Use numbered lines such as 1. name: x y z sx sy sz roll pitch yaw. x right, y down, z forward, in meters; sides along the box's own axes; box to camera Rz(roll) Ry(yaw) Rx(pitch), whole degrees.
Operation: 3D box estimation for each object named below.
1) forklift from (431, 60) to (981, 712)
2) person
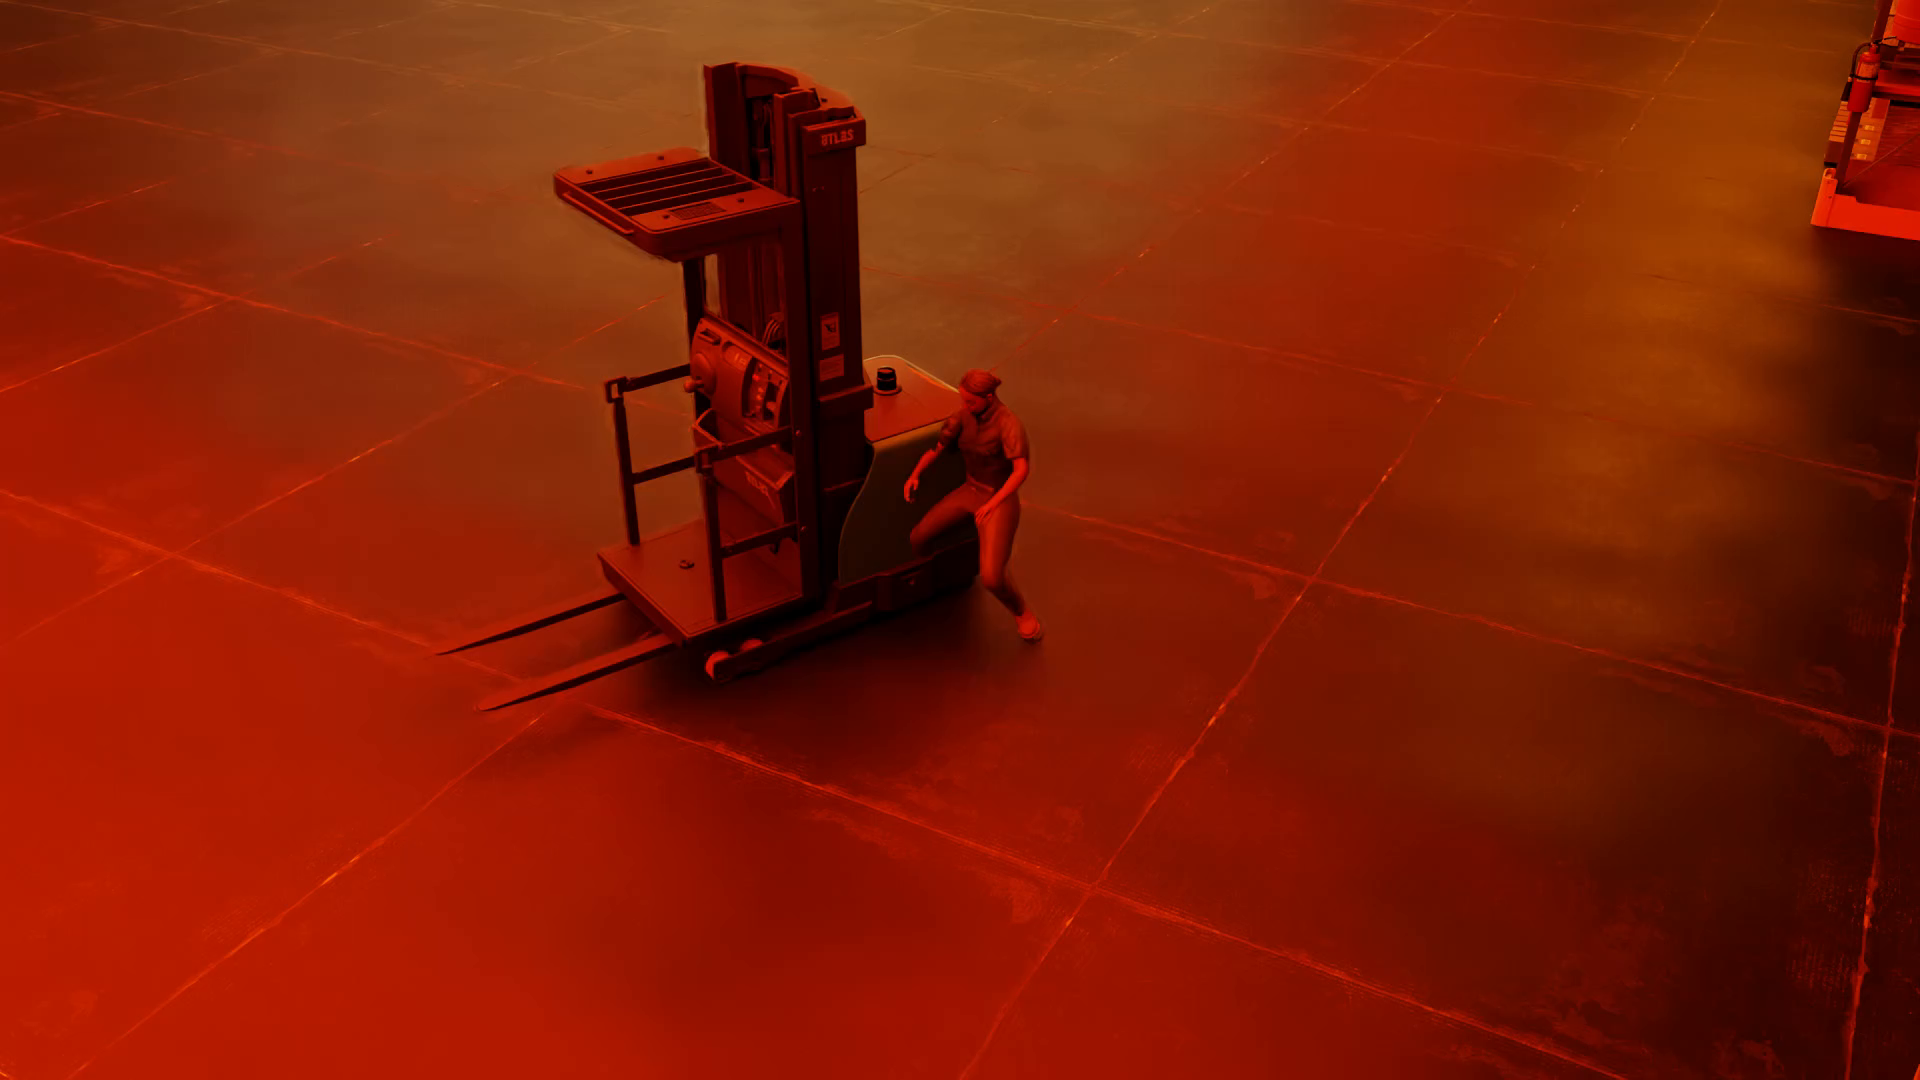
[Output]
1. forklift: -1.310 -0.822 8.495 3.031 2.935 1.130 -20 36 -31
2. person: 0.005 -0.198 8.869 0.641 1.481 0.894 -21 36 -32
